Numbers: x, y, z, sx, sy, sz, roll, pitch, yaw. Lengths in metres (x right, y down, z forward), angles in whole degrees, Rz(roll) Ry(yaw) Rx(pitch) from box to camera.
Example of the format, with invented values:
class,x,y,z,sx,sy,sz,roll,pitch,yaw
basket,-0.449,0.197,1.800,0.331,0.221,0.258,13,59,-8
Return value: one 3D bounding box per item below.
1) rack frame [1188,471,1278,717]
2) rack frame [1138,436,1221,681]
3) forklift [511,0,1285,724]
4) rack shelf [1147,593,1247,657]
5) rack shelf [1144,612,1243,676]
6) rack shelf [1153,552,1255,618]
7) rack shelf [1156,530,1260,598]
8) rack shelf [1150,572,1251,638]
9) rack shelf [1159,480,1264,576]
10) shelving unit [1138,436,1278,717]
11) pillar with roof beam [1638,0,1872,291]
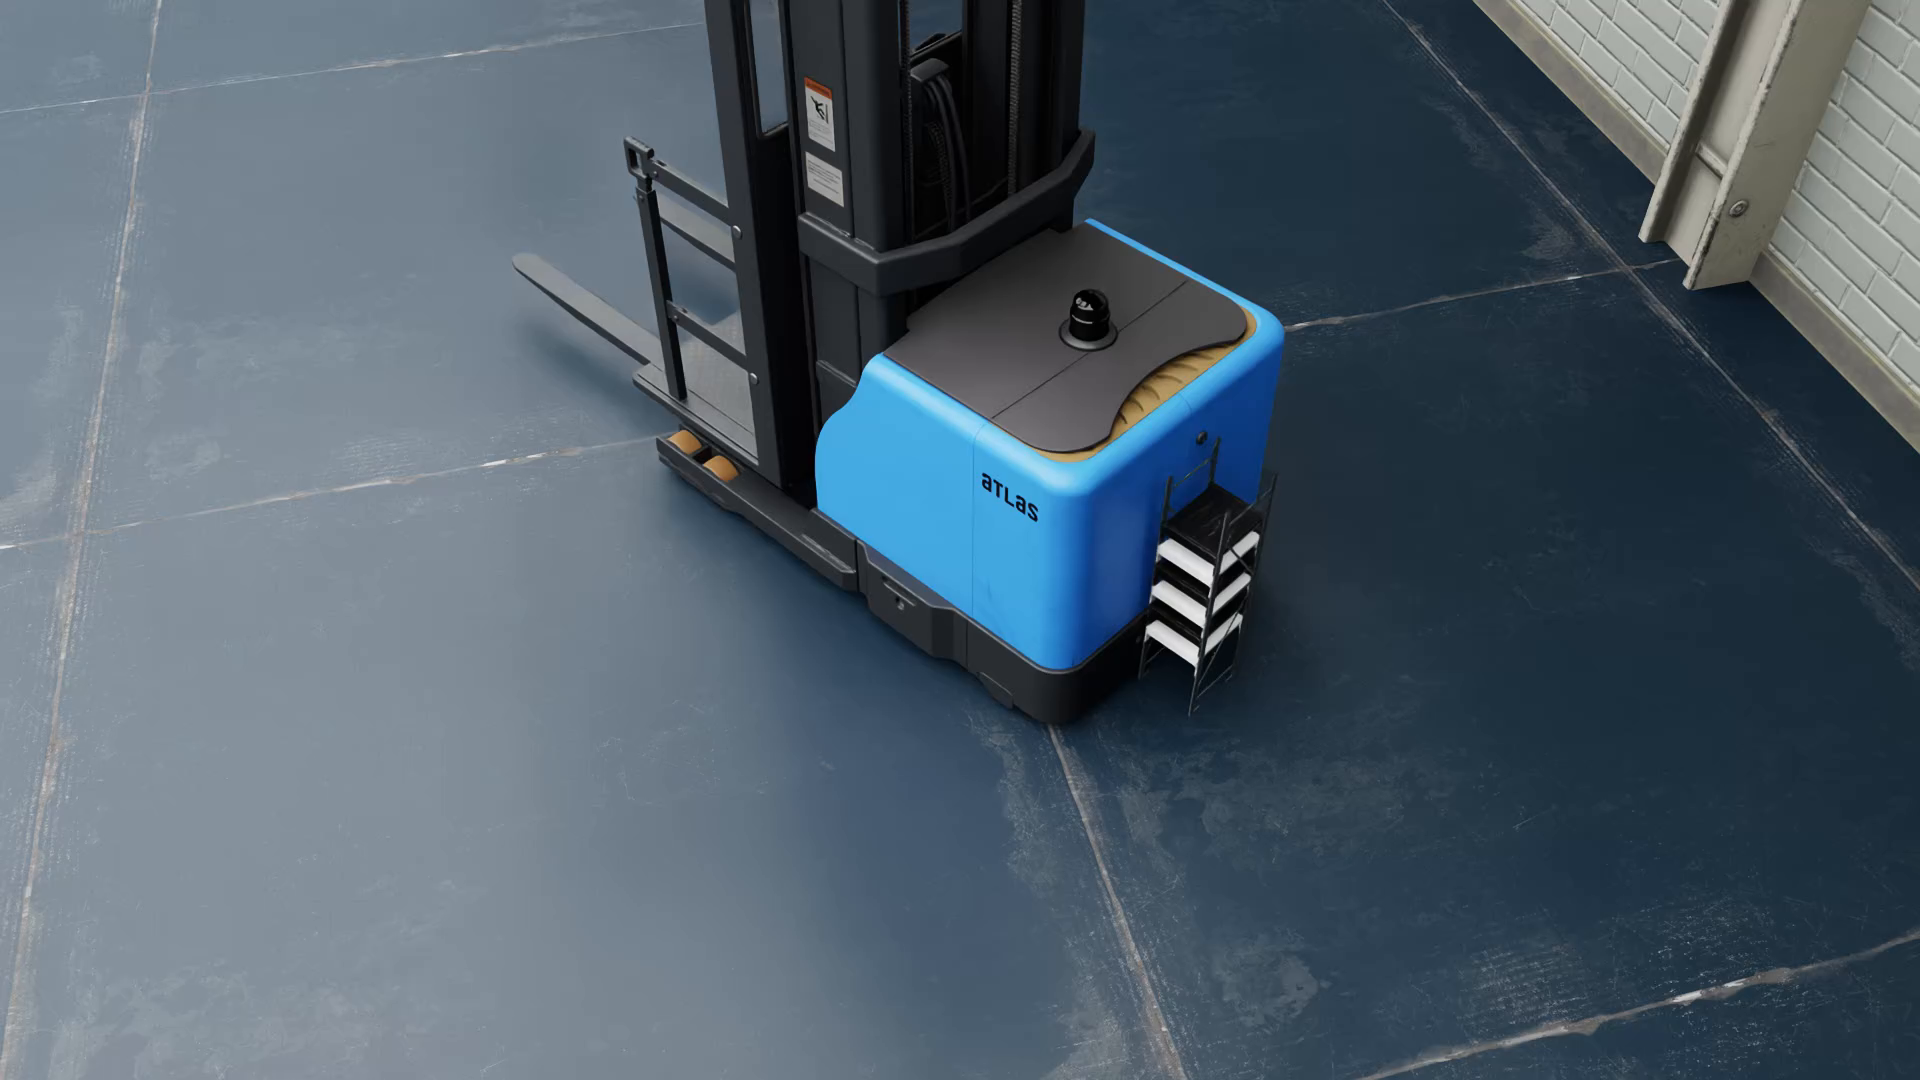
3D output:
class,x,y,z,sx,sy,sz,roll,pitch,yaw
rack frame,0.805,0.179,4.944,0.006,0.900,0.240,35,55,28
rack frame,0.658,0.076,5.040,0.006,0.900,0.240,35,55,28
forklift,-0.438,-1.397,5.067,3.031,2.935,1.130,34,55,29
rack shelf,0.730,0.213,5.081,0.200,0.077,0.258,35,55,28
rack shelf,0.729,0.275,5.146,0.200,0.077,0.258,35,55,28
rack shelf,0.733,0.088,4.951,0.200,0.077,0.258,35,55,28
rack shelf,0.734,0.026,4.886,0.200,0.077,0.258,35,55,28
rack shelf,0.731,0.150,5.016,0.200,0.077,0.258,35,55,28
rack shelf,0.735,-0.036,4.821,0.200,0.077,0.258,35,55,28
shelving unit,0.732,0.127,4.992,0.210,0.900,0.258,35,55,28
pillar with roof beam,-1.107,-3.539,2.917,9.100,9.000,0.400,-11,47,-10
